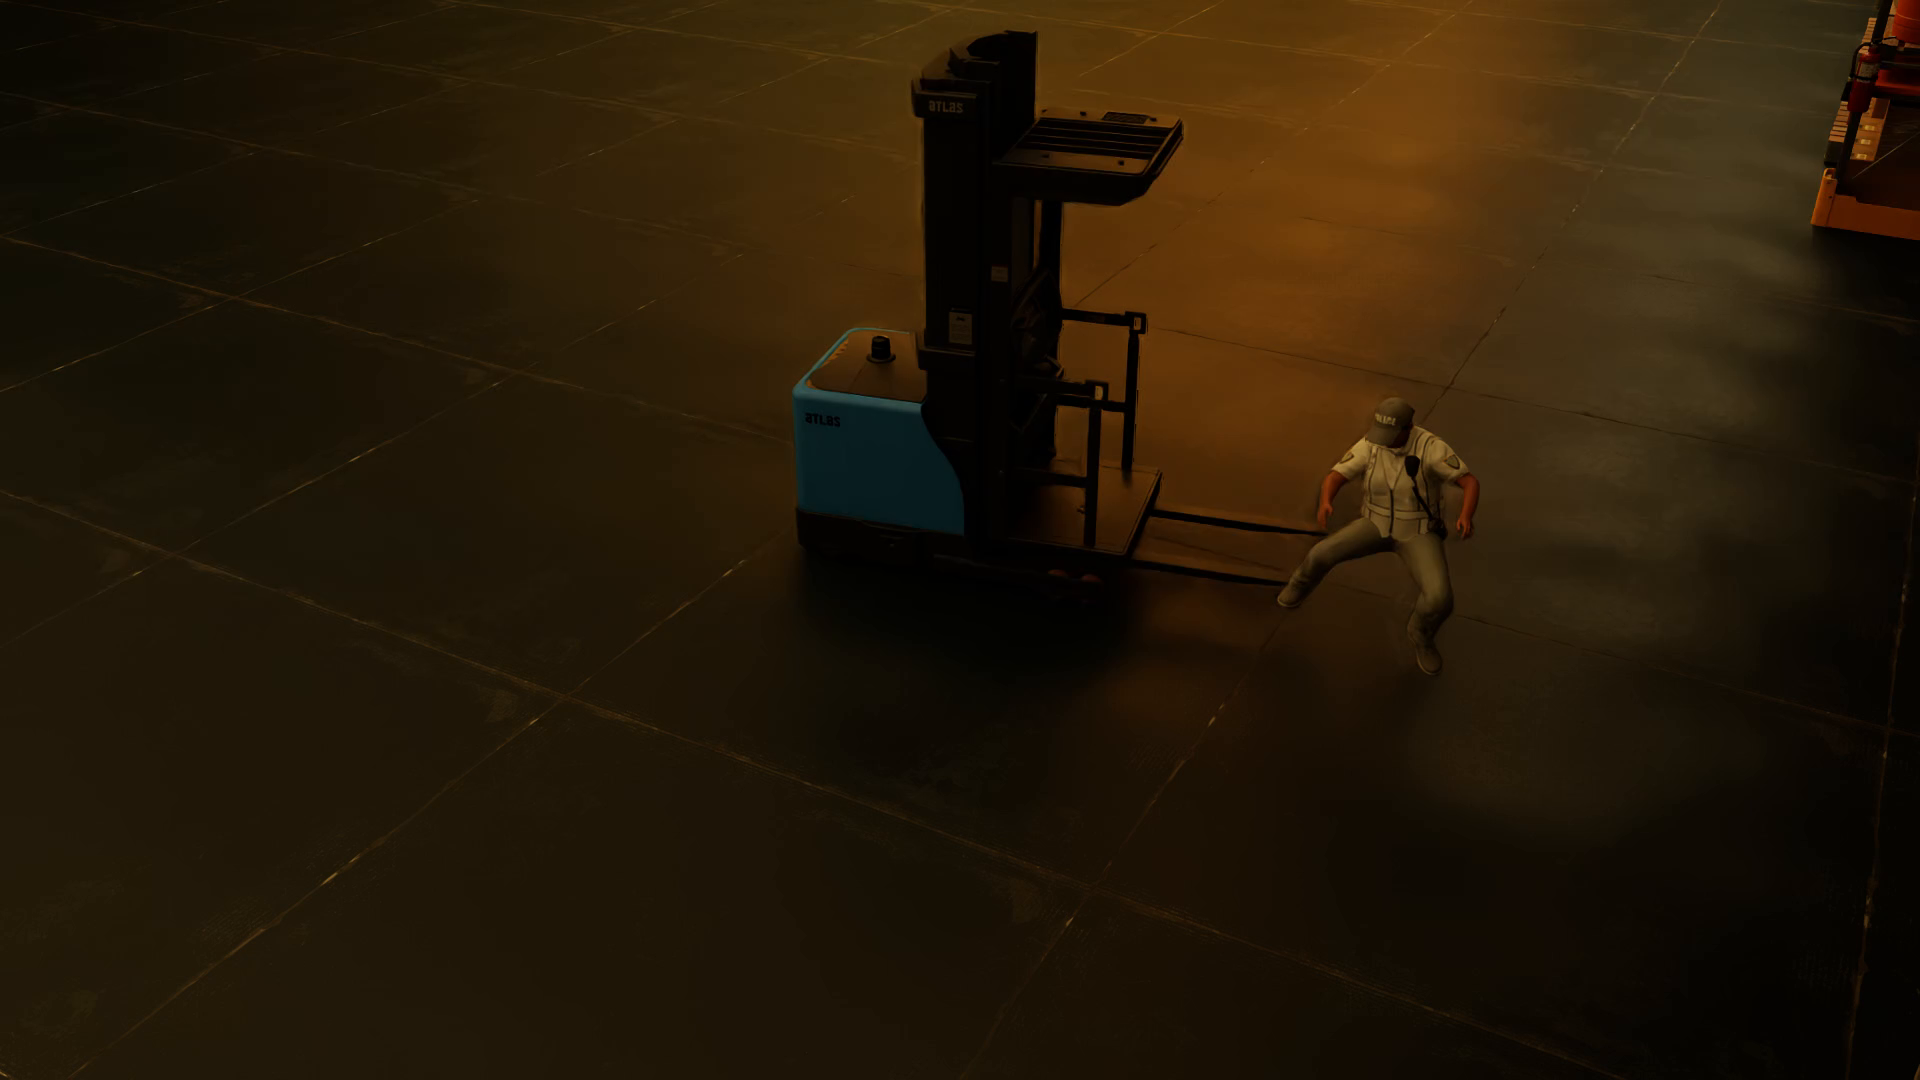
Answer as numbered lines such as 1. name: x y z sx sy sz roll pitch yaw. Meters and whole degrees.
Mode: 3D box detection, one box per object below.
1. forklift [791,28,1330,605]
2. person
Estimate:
1. forklift: 0.609 -1.203 9.155 3.031 2.935 1.130 9 31 15
2. person: 2.198 -0.036 8.598 0.967 1.436 0.735 18 35 29
